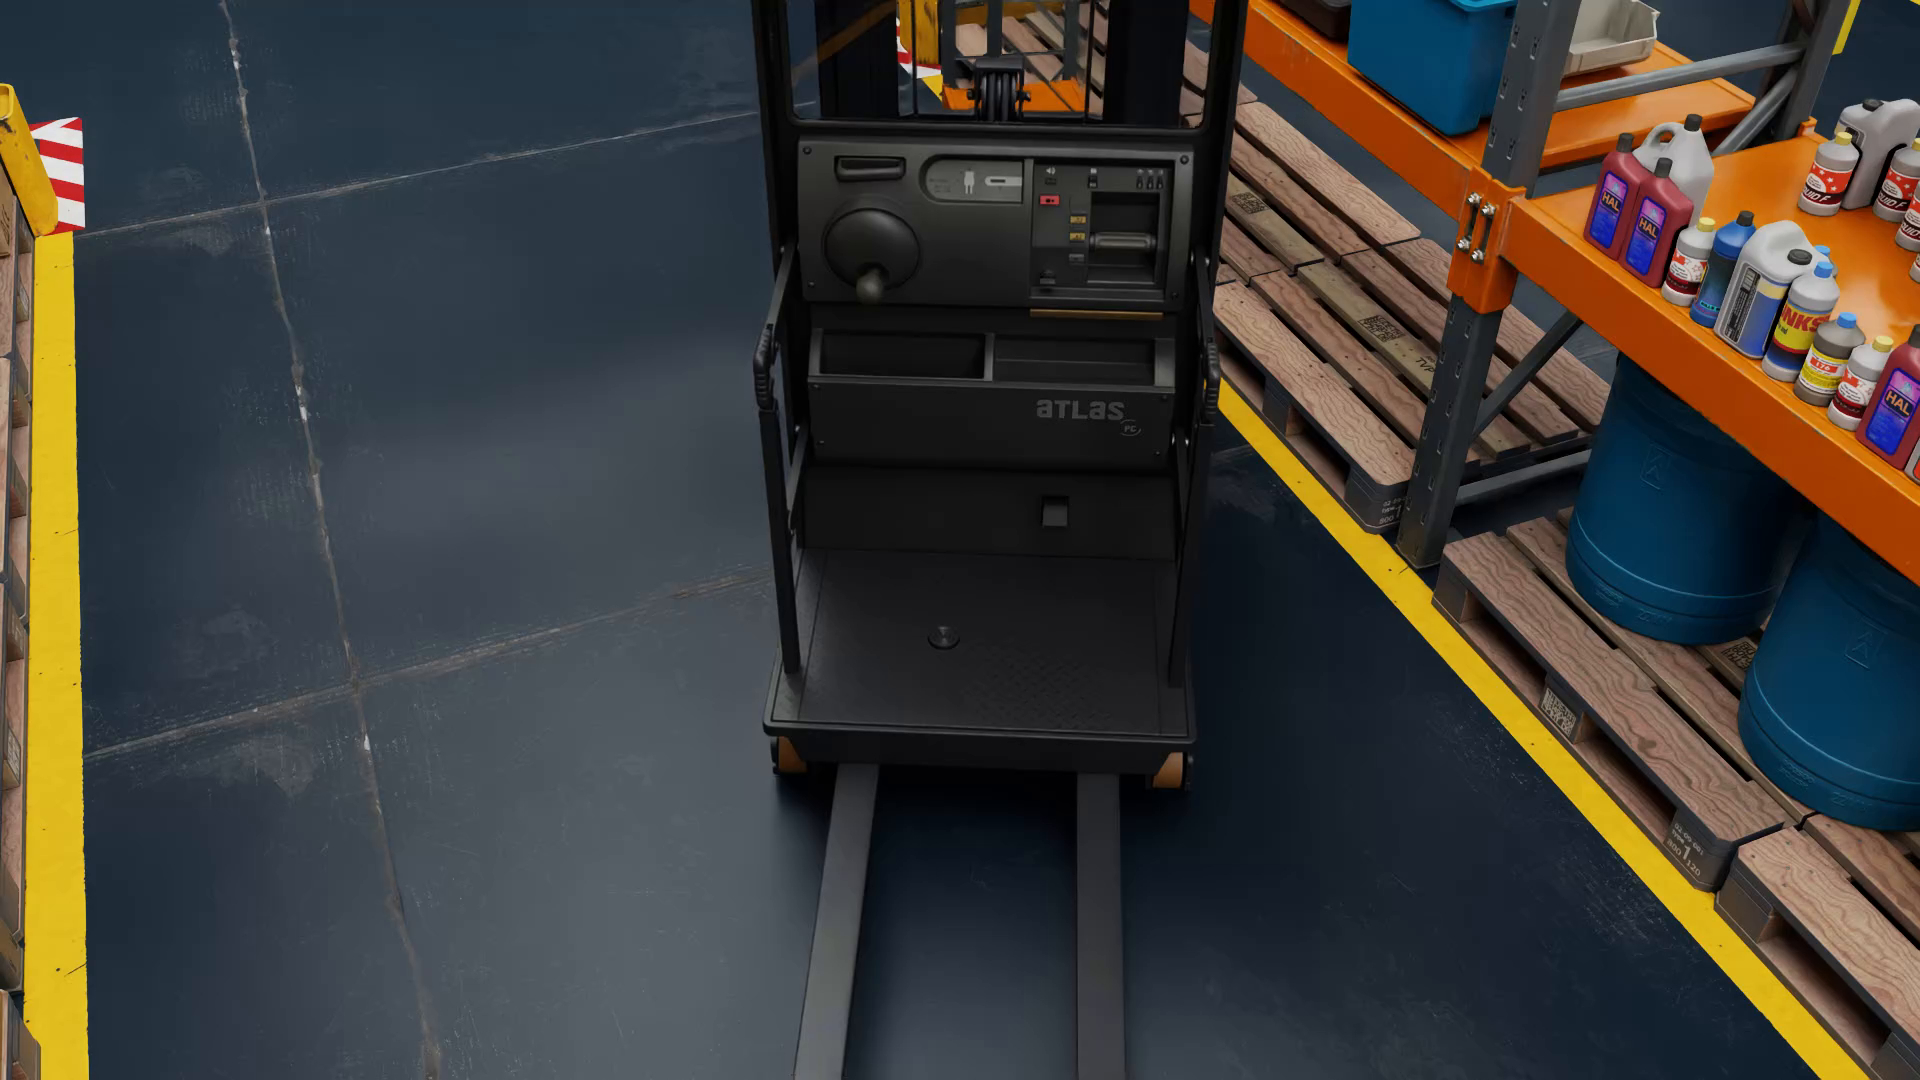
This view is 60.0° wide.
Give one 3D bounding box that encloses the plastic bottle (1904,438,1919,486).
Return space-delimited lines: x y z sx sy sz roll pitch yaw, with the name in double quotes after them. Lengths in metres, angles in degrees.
2.026 -0.220 3.301 0.152 0.276 0.135 -15 43 -17 "plastic bottle"

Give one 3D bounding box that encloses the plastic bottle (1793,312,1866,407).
1.868 -0.394 3.560 0.097 0.201 0.097 0 41 0 "plastic bottle"

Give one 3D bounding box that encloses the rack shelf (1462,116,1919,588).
2.611 0.279 3.177 1.077 0.370 4.000 -15 43 -17 "rack shelf"

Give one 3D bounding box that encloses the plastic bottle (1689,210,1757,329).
1.742 -0.619 3.768 0.097 0.271 0.097 0 41 0 "plastic bottle"

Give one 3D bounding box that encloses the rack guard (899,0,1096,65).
0.295 -2.672 7.974 1.175 0.500 0.348 -15 43 -17 "rack guard"

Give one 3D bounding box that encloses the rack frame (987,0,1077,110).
0.332 -1.156 5.444 0.500 1.500 0.032 -5 41 -6 "rack frame"

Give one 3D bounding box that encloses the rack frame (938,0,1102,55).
0.316 -3.609 7.146 1.000 3.000 0.127 -15 43 -17 "rack frame"

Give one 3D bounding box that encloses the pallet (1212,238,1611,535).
1.529 -0.575 5.757 1.003 0.211 1.213 -15 43 -17 "pallet"

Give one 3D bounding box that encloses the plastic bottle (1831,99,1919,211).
2.296 -0.995 4.202 0.152 0.276 0.135 -15 43 -17 "plastic bottle"

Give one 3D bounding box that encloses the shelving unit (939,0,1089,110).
0.257 -1.490 5.832 0.587 1.500 1.083 -5 41 -6 "shelving unit"

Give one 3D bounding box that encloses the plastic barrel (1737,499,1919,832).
2.310 0.196 4.009 0.600 0.901 0.708 -15 43 -17 "plastic barrel"

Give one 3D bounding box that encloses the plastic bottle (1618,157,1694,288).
1.643 -0.747 3.908 0.061 0.283 0.133 -15 43 -17 "plastic bottle"

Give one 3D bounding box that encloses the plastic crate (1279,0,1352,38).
1.170 -1.725 5.120 0.437 0.125 0.590 -15 43 -17 "plastic crate"

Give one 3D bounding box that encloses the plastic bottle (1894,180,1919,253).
2.360 -0.808 4.042 0.097 0.201 0.097 0 41 0 "plastic bottle"

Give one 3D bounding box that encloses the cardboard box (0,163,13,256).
-3.826 -1.328 6.073 0.500 0.500 0.500 -15 43 -17 "cardboard box"

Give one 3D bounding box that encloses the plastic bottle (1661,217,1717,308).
1.704 -0.651 3.859 0.097 0.201 0.097 0 41 0 "plastic bottle"

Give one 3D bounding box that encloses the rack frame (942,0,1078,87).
0.184 -1.812 6.206 0.500 1.500 0.032 -5 41 -6 "rack frame"

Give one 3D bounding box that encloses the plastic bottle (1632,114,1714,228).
1.697 -0.863 3.991 0.144 0.351 0.185 -15 43 -17 "plastic bottle"

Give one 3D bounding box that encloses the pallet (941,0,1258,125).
0.595 -2.045 7.466 1.003 0.211 1.213 -15 43 -17 "pallet"

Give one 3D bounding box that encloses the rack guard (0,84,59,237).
-4.233 -1.382 6.473 1.175 0.500 0.348 -15 43 -17 "rack guard"

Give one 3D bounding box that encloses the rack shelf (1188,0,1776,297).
1.081 -2.131 5.979 1.077 0.370 4.000 -15 43 -17 "rack shelf"

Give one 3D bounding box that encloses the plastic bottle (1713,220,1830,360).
1.811 -0.558 3.693 0.152 0.276 0.135 -15 43 -17 "plastic bottle"

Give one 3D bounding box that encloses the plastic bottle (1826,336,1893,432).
1.905 -0.335 3.492 0.097 0.201 0.097 0 41 0 "plastic bottle"

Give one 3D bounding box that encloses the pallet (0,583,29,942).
-2.994 0.678 4.300 1.003 0.211 1.213 -15 43 -17 "pallet"

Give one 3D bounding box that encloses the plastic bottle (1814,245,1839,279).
1.919 -0.572 3.767 0.097 0.201 0.097 0 41 0 "plastic bottle"

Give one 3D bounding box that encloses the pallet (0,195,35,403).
-3.927 -0.792 6.009 1.003 0.211 1.213 -15 43 -17 "pallet"

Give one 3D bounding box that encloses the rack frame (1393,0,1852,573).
1.846 -1.199 4.344 1.000 3.000 0.127 -15 43 -17 "rack frame"

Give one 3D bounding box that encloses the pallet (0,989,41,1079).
-2.385 1.572 3.260 1.003 0.211 1.213 -15 43 -17 "pallet"

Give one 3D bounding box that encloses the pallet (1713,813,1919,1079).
2.574 1.070 3.844 1.003 0.211 1.213 -15 43 -17 "pallet"

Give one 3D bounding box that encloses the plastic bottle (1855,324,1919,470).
1.932 -0.292 3.379 0.061 0.283 0.133 -15 43 -17 "plastic bottle"

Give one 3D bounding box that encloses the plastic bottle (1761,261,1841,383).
1.830 -0.479 3.605 0.097 0.271 0.097 0 41 0 "plastic bottle"

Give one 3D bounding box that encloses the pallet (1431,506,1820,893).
2.103 0.334 4.700 1.003 0.211 1.213 -15 43 -17 "pallet"

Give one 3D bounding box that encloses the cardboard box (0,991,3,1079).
-2.278 1.041 3.318 0.500 0.500 0.500 -15 43 -17 "cardboard box"

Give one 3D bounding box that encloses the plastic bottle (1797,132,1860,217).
2.188 -0.925 4.177 0.097 0.201 0.097 0 41 0 "plastic bottle"

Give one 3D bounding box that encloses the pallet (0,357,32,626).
-3.464 -0.058 5.156 1.003 0.211 1.213 -15 43 -17 "pallet"

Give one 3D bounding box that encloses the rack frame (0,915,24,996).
-2.732 0.035 2.909 1.000 3.000 0.127 -15 43 -17 "rack frame"

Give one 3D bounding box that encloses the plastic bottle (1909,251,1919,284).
2.327 -0.704 3.921 0.097 0.201 0.097 0 41 0 "plastic bottle"

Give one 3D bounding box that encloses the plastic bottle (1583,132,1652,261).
1.592 -0.827 4.001 0.061 0.283 0.133 -15 43 -17 "plastic bottle"

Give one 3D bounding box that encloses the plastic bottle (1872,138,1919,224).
2.365 -0.904 4.153 0.097 0.201 0.097 0 41 0 "plastic bottle"

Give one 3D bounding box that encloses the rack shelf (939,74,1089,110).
0.258 -1.347 5.942 0.538 0.185 1.000 -5 41 -6 "rack shelf"

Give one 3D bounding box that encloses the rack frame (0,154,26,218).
-4.262 -2.375 5.711 1.000 3.000 0.127 -15 43 -17 "rack frame"

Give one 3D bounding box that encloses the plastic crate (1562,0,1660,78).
1.800 -1.438 4.778 0.396 0.136 0.243 -15 43 -17 "plastic crate"

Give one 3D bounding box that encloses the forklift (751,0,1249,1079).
0.071 -0.666 3.776 1.130 2.935 3.031 2 41 2 "forklift"

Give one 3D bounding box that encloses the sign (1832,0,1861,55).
2.355 -1.440 4.412 0.100 0.325 0.005 -15 43 -17 "sign"

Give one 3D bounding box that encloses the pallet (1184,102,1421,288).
1.058 -1.311 6.613 1.003 0.211 1.213 -15 43 -17 "pallet"

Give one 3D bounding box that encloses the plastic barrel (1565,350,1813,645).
2.039 -0.231 4.505 0.600 0.901 0.708 -15 43 -17 "plastic barrel"

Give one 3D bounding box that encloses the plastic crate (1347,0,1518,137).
1.352 -1.412 4.557 0.392 0.384 0.575 -15 43 -17 "plastic crate"
